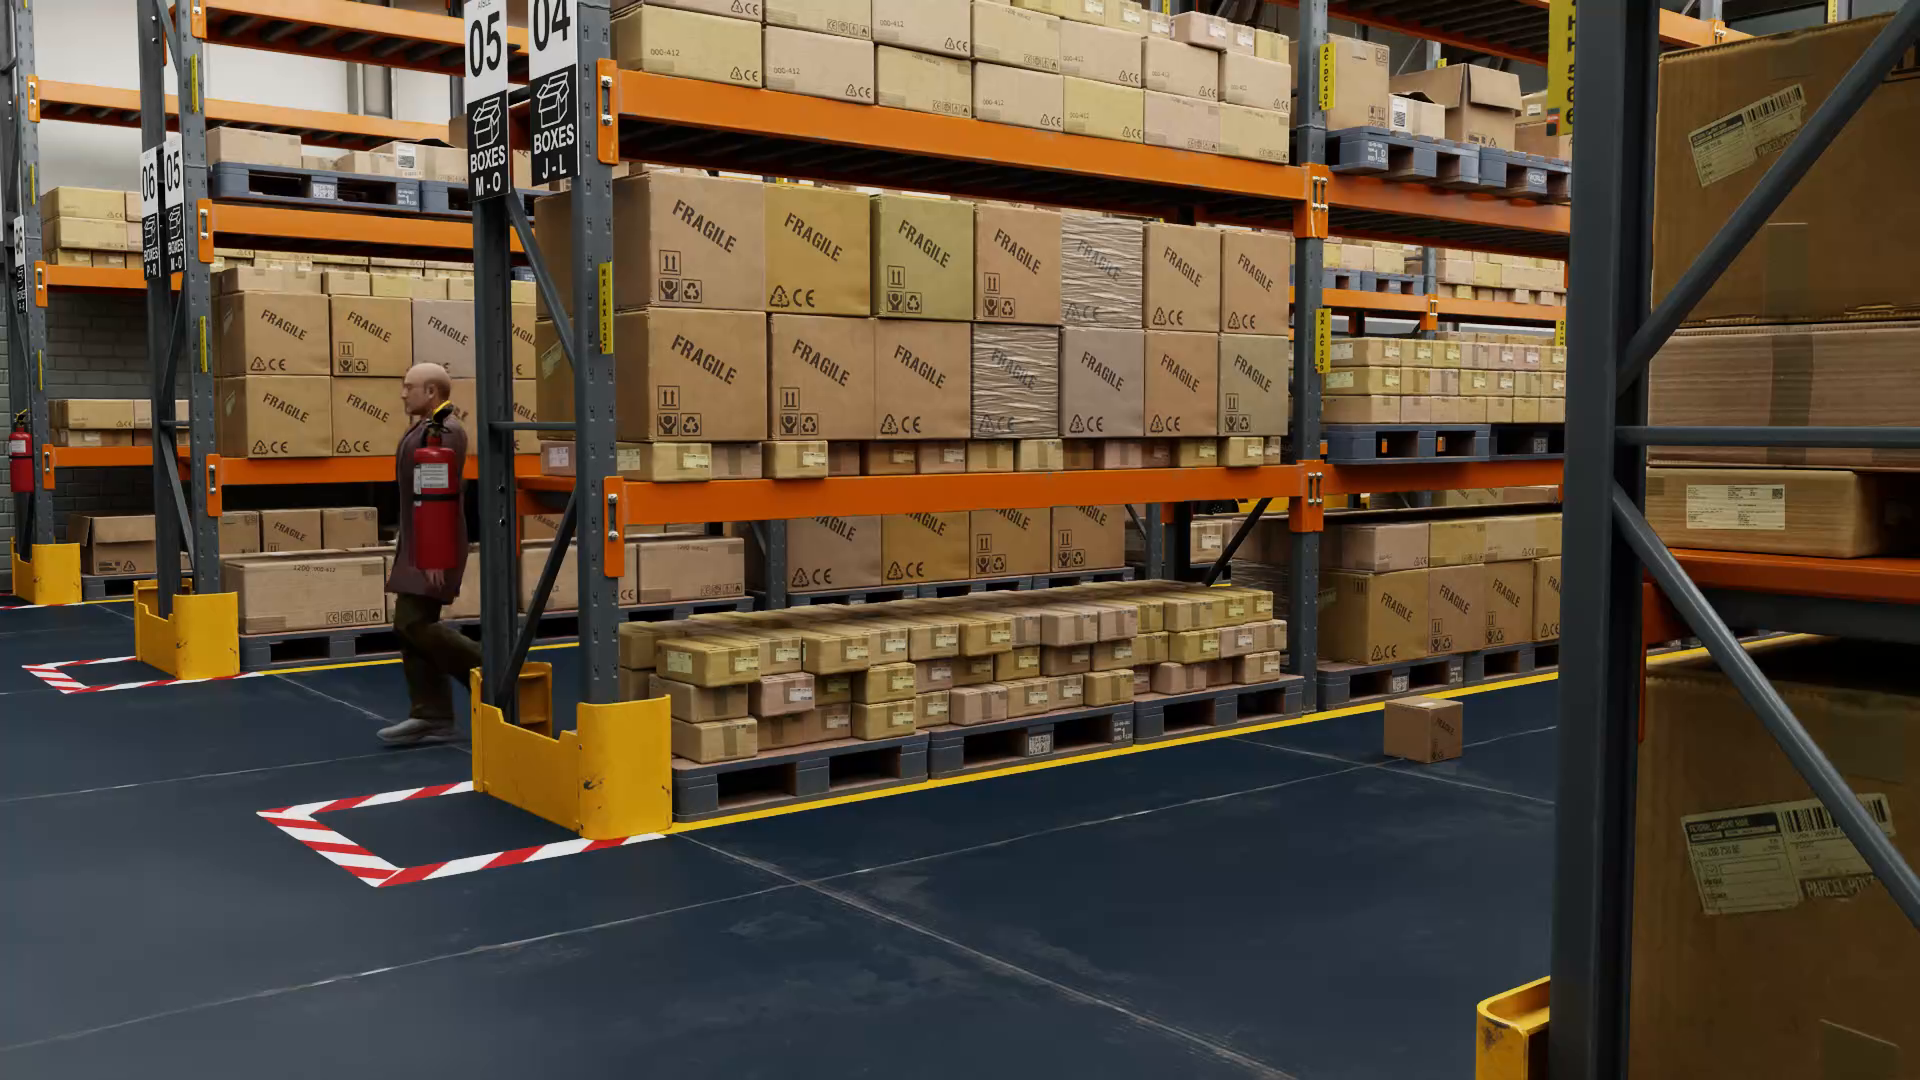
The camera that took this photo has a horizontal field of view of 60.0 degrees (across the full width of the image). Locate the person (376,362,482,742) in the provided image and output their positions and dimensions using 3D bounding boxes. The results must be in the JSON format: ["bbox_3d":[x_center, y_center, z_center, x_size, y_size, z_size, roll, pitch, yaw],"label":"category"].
[{"bbox_3d":[-2.452,0.053,7.855,0.628,1.774,0.622,-2,5,-29],"label":"person"}]
